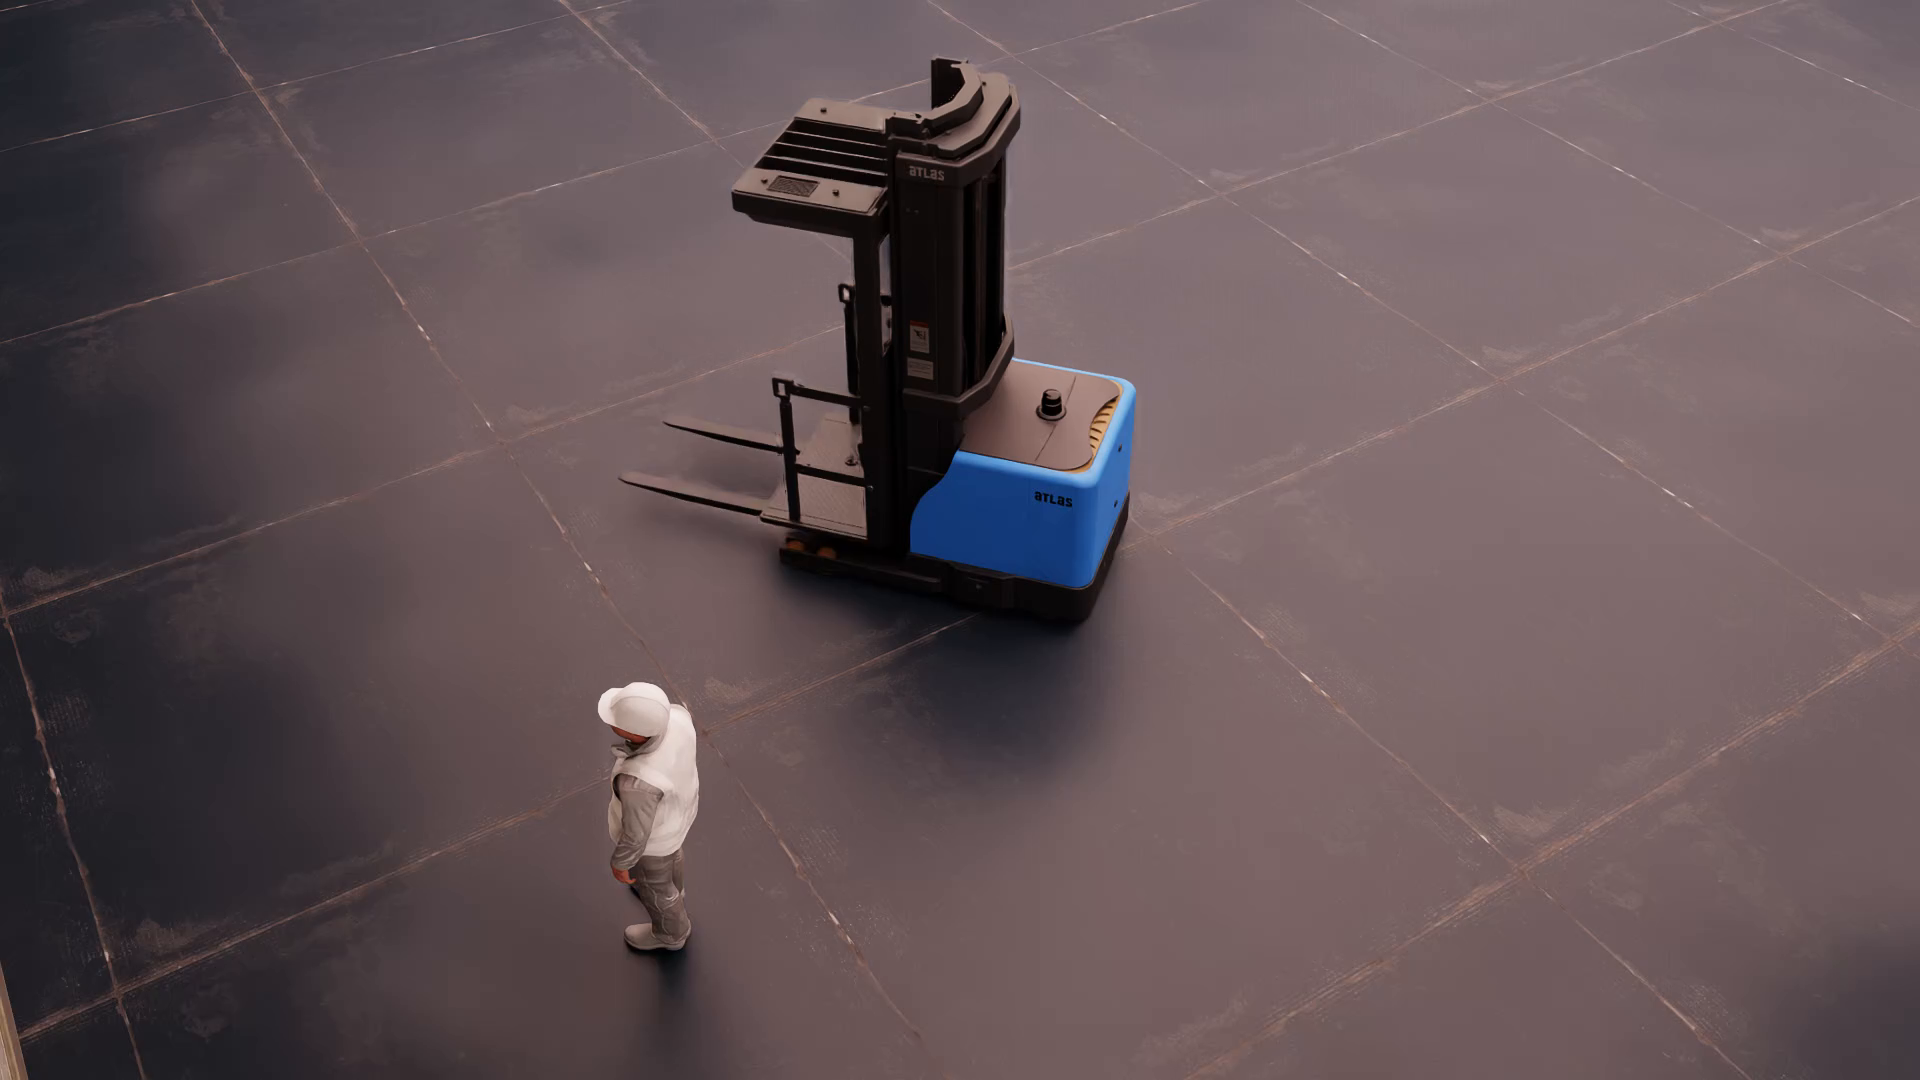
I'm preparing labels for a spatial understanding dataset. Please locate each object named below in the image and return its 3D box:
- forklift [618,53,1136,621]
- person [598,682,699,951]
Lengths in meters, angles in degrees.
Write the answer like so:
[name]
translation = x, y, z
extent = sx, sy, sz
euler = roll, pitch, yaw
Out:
[forklift]
translation = -0.556, -1.213, 9.259
extent = 3.031, 2.935, 1.130
euler = 12, 43, 14
[person]
translation = -1.418, 1.216, 7.348
extent = 0.570, 1.773, 0.630
euler = 10, 42, 12
